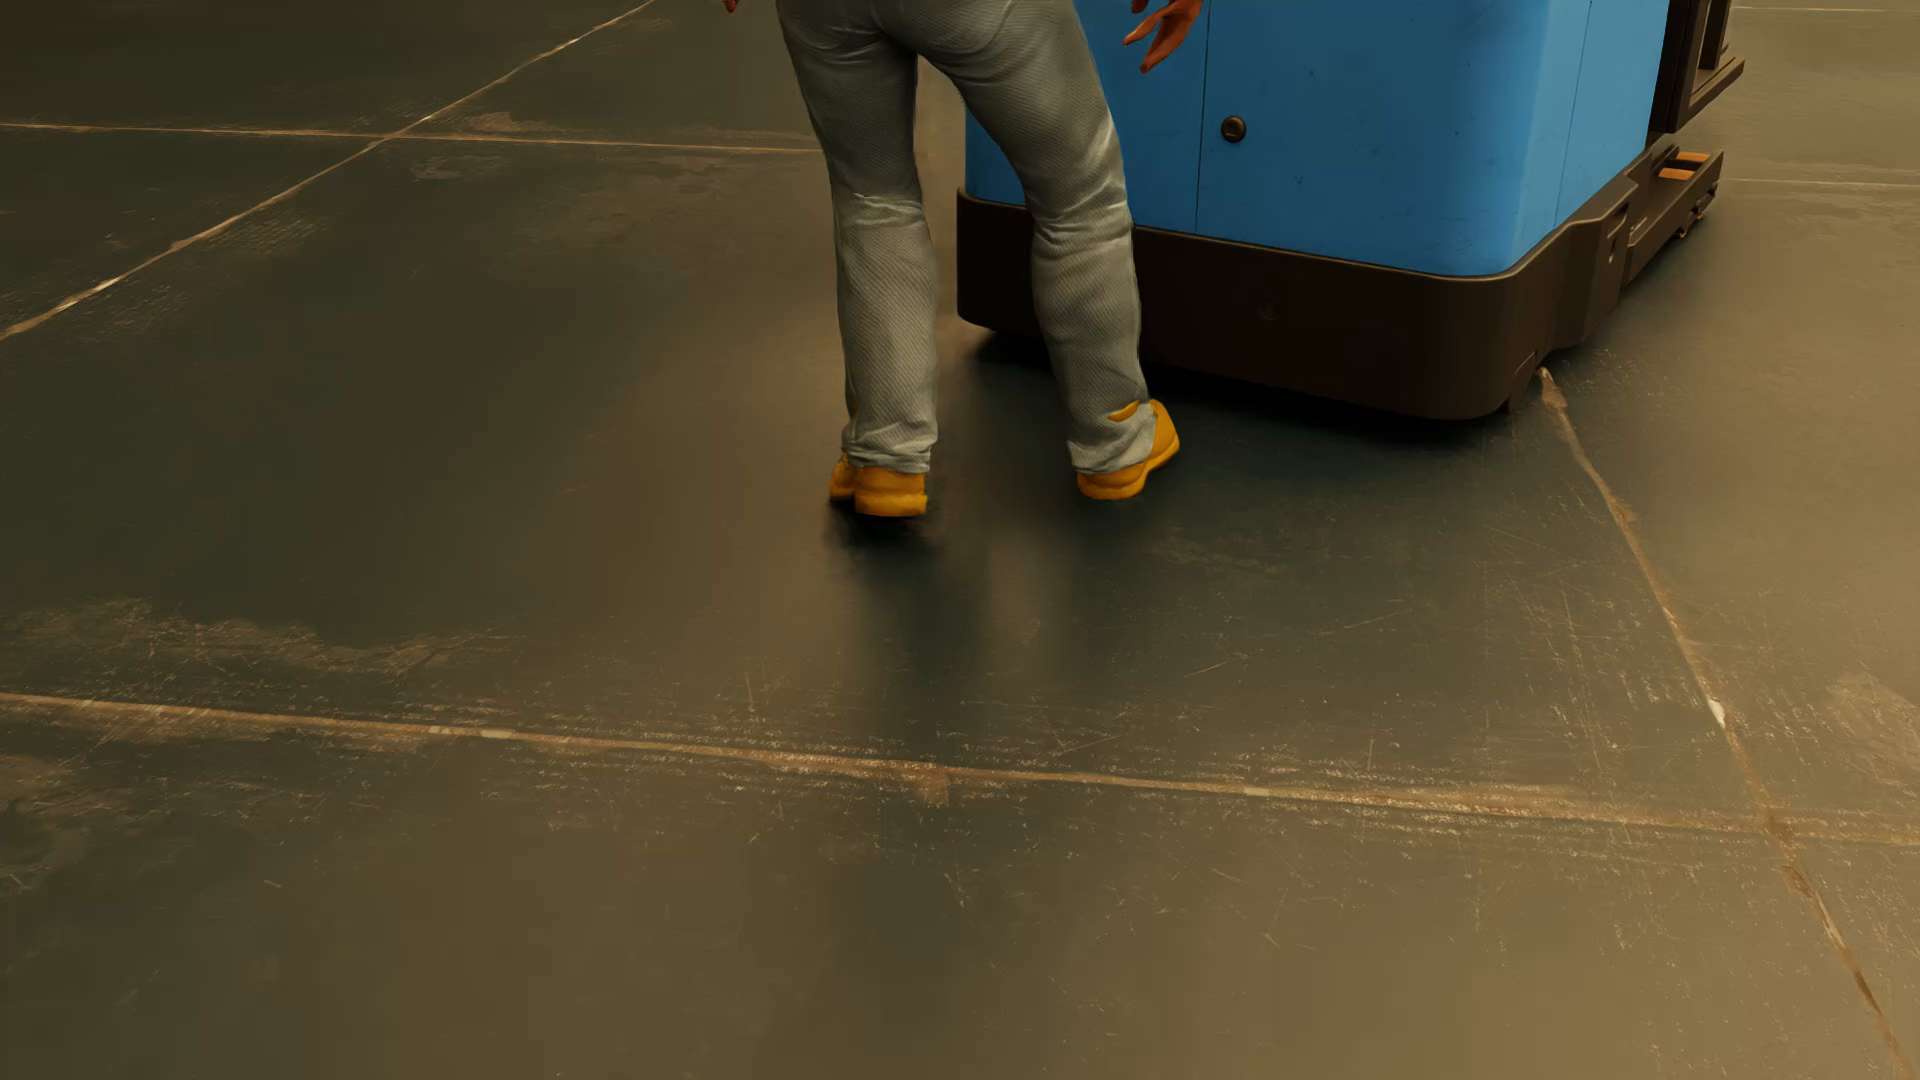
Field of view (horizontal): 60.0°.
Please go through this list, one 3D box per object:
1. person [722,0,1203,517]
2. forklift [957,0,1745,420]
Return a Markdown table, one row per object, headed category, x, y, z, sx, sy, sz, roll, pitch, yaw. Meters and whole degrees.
| category | x | y | z | sx | sy | sz | roll | pitch | yaw |
| --- | --- | --- | --- | --- | --- | --- | --- | --- | --- |
| person | -0.022 | -0.851 | 2.299 | 0.746 | 1.727 | 0.624 | 7 | 27 | 14 |
| forklift | 1.208 | -2.121 | 3.468 | 1.130 | 2.935 | 3.031 | 16 | 31 | 29 |
